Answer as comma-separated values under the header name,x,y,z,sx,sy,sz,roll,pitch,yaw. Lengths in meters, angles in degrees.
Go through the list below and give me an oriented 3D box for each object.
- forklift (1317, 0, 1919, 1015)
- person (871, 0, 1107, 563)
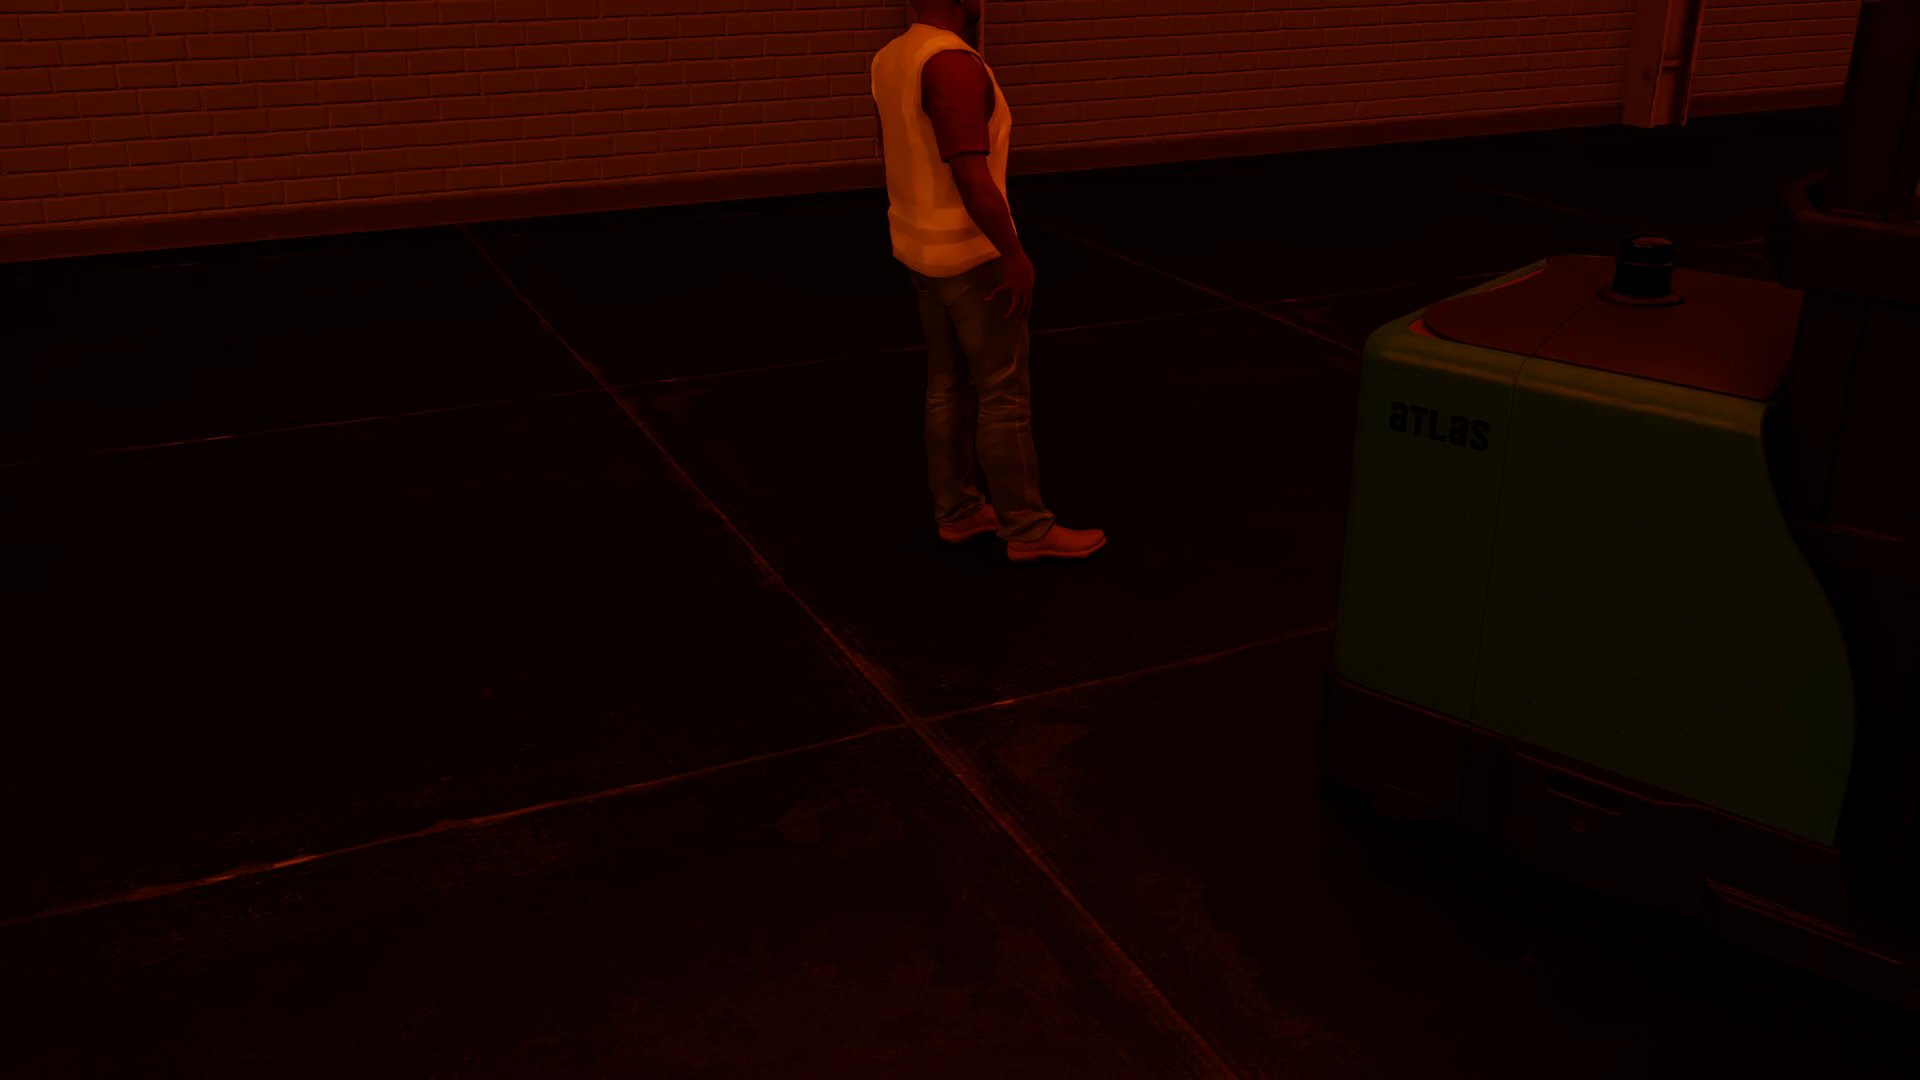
name,x,y,z,sx,sy,sz,roll,pitch,yaw
forklift,2.237,-0.548,2.606,3.031,2.935,1.130,19,29,38
person,0.066,-0.832,4.789,0.575,1.768,0.666,-10,25,-23
